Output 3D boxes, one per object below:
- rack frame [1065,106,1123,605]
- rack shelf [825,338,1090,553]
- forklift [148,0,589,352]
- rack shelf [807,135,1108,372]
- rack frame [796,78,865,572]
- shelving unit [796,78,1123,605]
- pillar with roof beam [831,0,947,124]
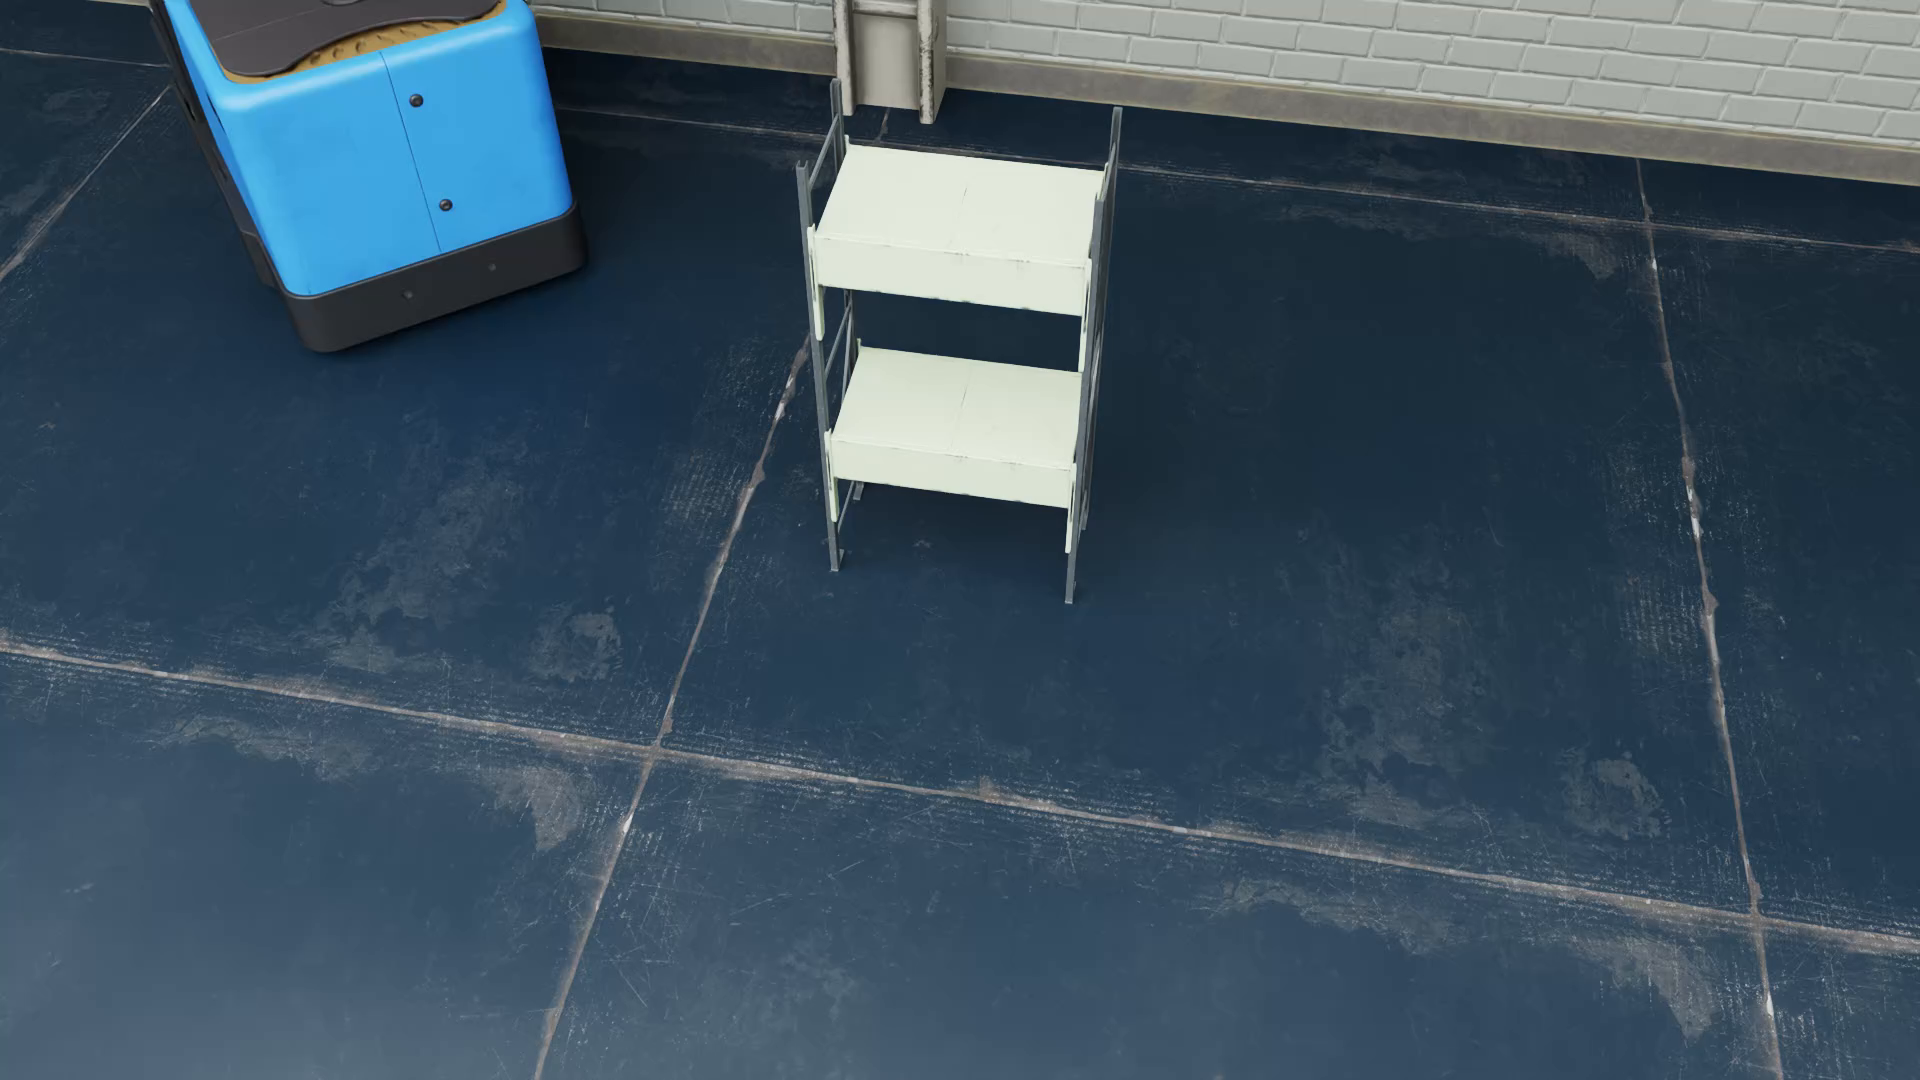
[{"bbox_3d":[0.367,-0.452,4.648,0.023,1.500,0.400,8,49,7],"label":"rack frame"},{"bbox_3d":[0.007,-0.283,4.934,0.720,0.370,0.431,8,49,7],"label":"rack shelf"},{"bbox_3d":[-2.533,-2.719,5.723,1.130,2.935,3.031,-23,52,-20],"label":"forklift"},{"bbox_3d":[0.007,-0.761,4.401,0.720,0.370,0.431,8,49,7],"label":"rack shelf"},{"bbox_3d":[-0.354,-0.549,4.735,0.023,1.500,0.400,8,49,7],"label":"rack frame"},{"bbox_3d":[0.007,-0.500,4.691,0.755,1.500,0.431,8,49,7],"label":"shelving unit"},{"bbox_3d":[-1.042,-1.689,0.718,0.400,9.000,9.100,8,49,7],"label":"pillar with roof beam"}]
